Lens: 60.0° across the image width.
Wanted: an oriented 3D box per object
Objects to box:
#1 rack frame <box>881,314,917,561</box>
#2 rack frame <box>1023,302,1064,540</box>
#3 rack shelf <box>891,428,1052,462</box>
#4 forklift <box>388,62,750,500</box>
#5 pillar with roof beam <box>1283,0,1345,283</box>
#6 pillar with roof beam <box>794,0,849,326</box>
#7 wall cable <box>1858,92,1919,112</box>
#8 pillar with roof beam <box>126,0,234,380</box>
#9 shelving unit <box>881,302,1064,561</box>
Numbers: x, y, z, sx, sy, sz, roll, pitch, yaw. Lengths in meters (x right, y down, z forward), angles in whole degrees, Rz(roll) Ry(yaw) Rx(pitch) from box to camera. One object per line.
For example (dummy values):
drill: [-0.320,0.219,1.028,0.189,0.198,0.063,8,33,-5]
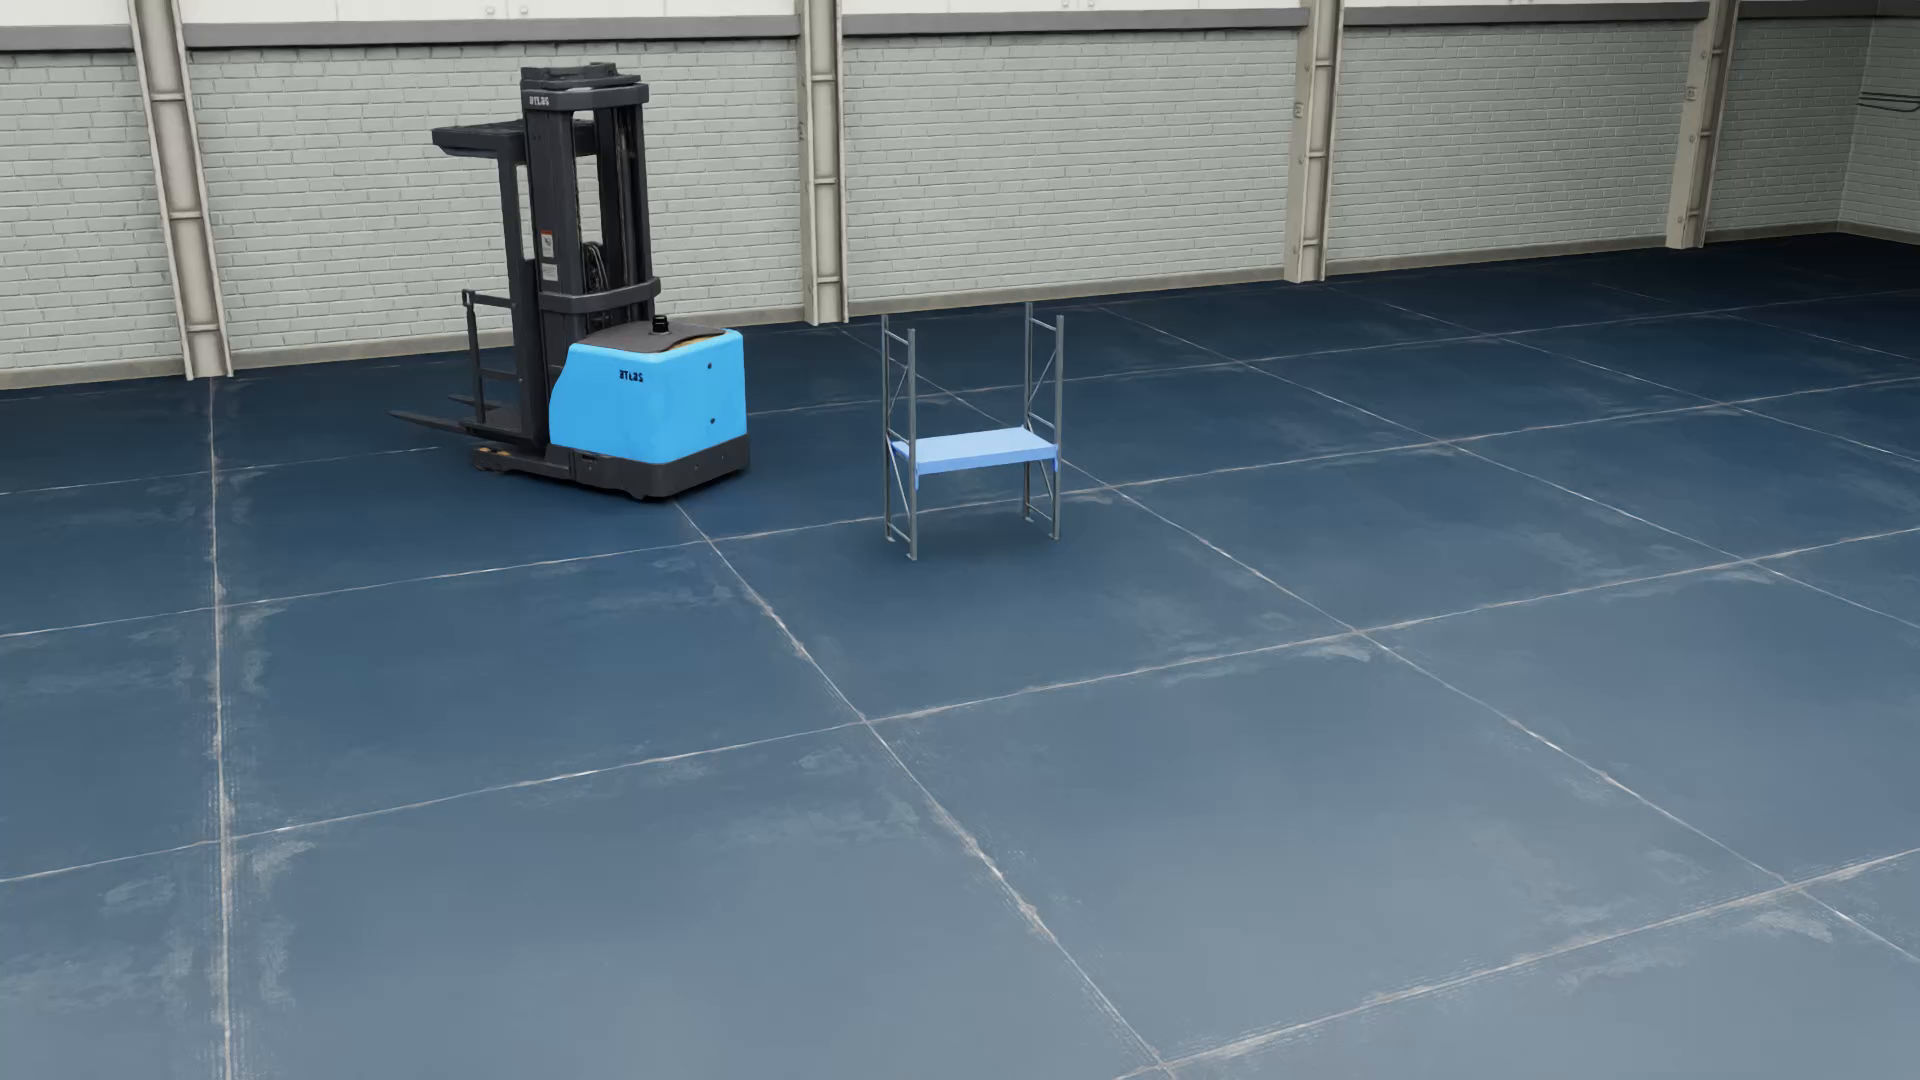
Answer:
rack frame: [-0.388,-0.652,10.615,0.032,1.500,0.500,-8,21,-22]
rack frame: [0.545,-0.786,10.995,0.032,1.500,0.500,-8,21,-22]
rack shelf: [0.078,-0.595,10.848,0.952,0.062,0.459,-8,21,-22]
forklift: [-3.092,-2.015,12.330,3.031,2.935,1.130,12,22,30]
pillar with roof beam: [5.802,-6.036,14.615,0.400,9.000,9.100,-8,21,-22]
pillar with roof beam: [0.292,-5.247,12.374,0.400,9.000,9.100,-8,21,-22]
wall cable: [12.834,-6.658,21.057,0.112,2.526,3.097,-8,21,-22]
pillar with roof beam: [-5.217,-4.457,10.132,0.400,9.000,9.100,-8,21,-22]
shelving unit: [0.078,-0.719,10.805,1.048,1.500,0.500,-8,21,-22]
